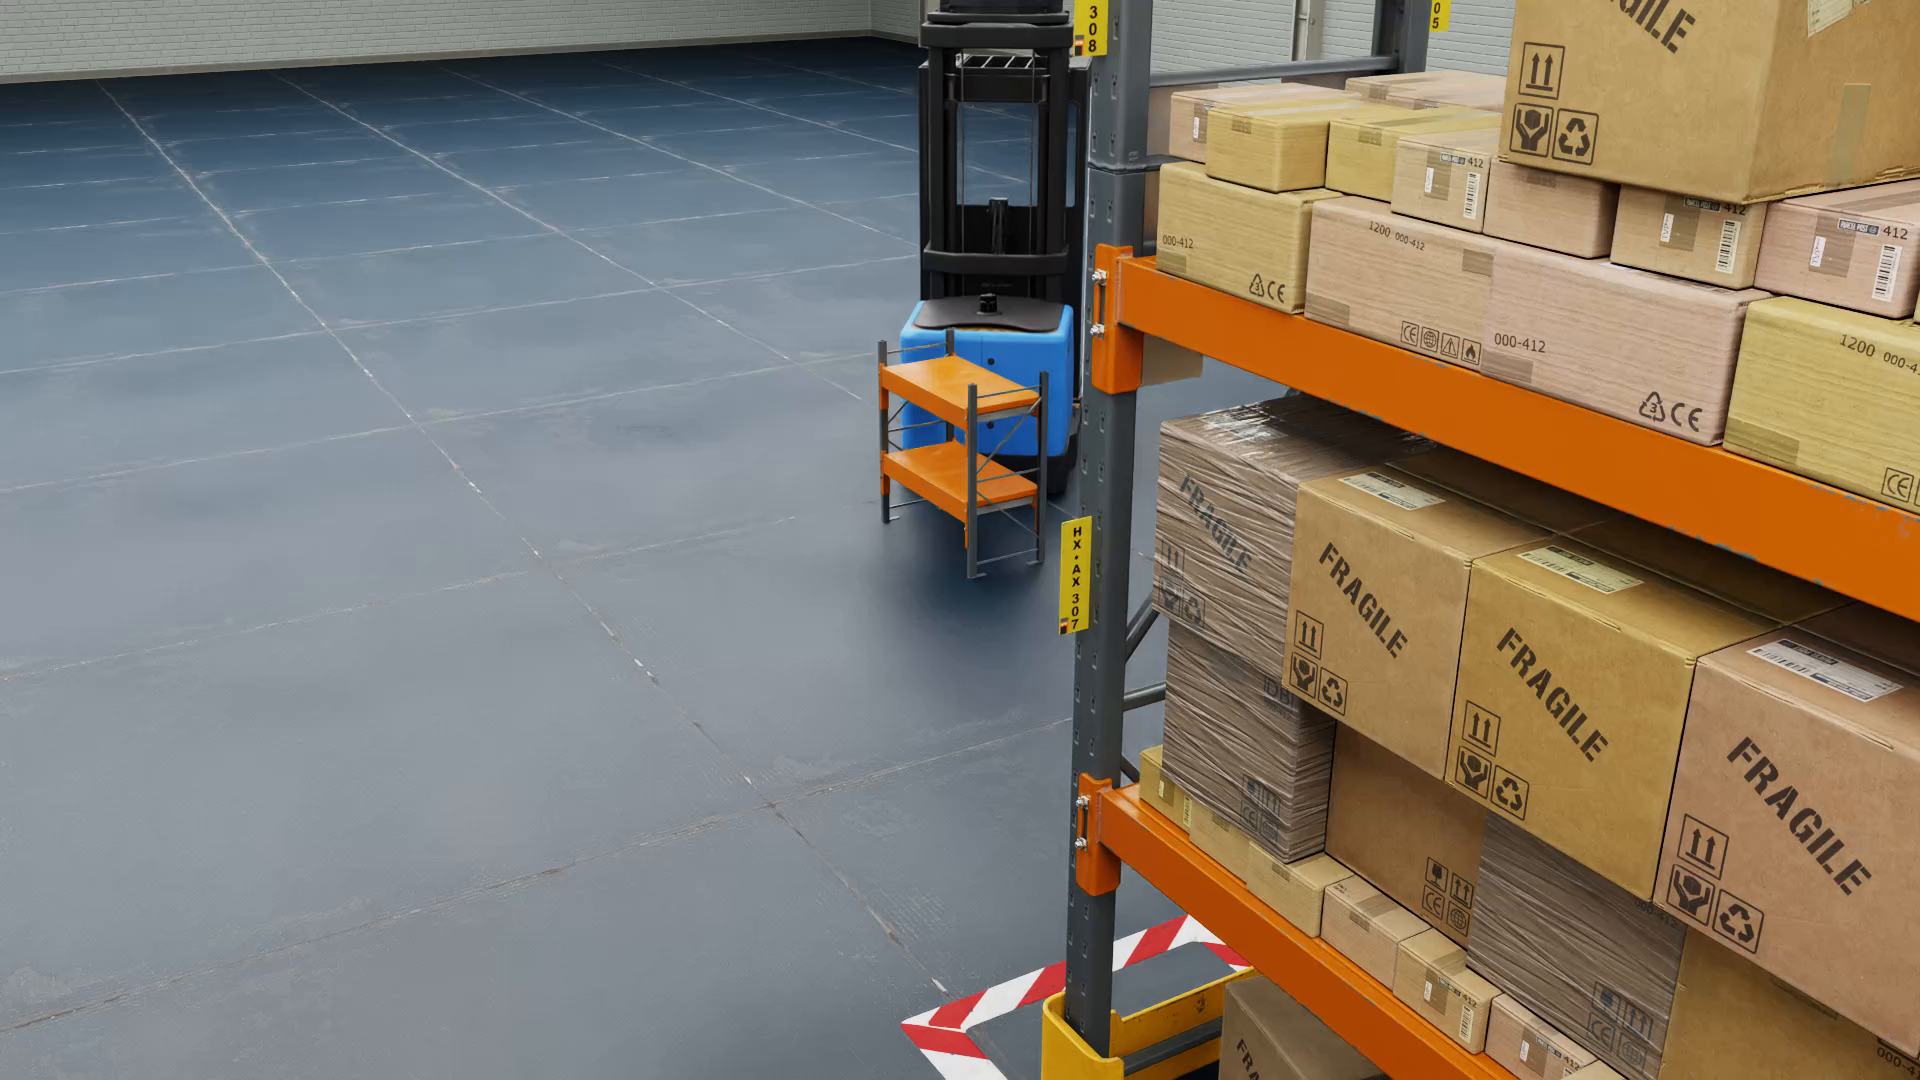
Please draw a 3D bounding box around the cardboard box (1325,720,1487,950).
[{"bbox_3d":[1.393,0.531,3.994,0.875,0.500,0.500,-13,25,-28],"label":"cardboard box"}]

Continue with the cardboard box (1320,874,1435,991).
[{"bbox_3d":[1.089,0.893,3.965,0.380,0.149,0.250,-13,25,-28],"label":"cardboard box"}]

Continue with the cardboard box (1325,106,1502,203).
[{"bbox_3d":[1.003,-0.818,3.526,0.380,0.149,0.250,-13,26,-29],"label":"cardboard box"}]

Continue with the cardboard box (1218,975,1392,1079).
[{"bbox_3d":[1.082,1.562,4.747,0.500,0.500,0.500,-8,23,-18],"label":"cardboard box"}]

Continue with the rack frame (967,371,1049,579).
[{"bbox_3d":[0.263,-0.354,9.189,0.500,1.125,0.032,-13,25,-28],"label":"rack frame"}]

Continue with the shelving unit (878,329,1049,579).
[{"bbox_3d":[0.003,-0.519,9.594,0.538,1.125,1.048,-13,25,-28],"label":"shelving unit"}]

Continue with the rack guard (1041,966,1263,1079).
[{"bbox_3d":[0.816,1.576,5.271,1.175,0.500,0.348,-13,25,-28],"label":"rack guard"}]

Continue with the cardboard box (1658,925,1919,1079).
[{"bbox_3d":[1.857,0.865,3.171,0.875,0.500,0.500,-13,25,-28],"label":"cardboard box"}]

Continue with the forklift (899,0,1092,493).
[{"bbox_3d":[0.305,-2.165,11.244,1.130,2.935,3.031,3,22,6],"label":"forklift"}]

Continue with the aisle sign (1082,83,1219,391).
[{"bbox_3d":[0.488,-0.774,4.279,0.394,0.787,0.004,-13,25,-28],"label":"aisle sign"}]

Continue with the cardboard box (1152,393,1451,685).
[{"bbox_3d":[0.824,-0.024,4.031,0.500,0.500,0.500,-13,25,-28],"label":"cardboard box"}]

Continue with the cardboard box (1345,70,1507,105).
[{"bbox_3d":[1.187,-1.082,4.176,0.380,0.149,0.250,-13,25,-28],"label":"cardboard box"}]

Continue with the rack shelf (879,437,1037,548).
[{"bbox_3d":[0.003,-0.292,9.686,0.538,0.278,1.000,-13,25,-28],"label":"rack shelf"}]

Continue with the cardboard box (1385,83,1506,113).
[{"bbox_3d":[1.219,-0.975,3.913,0.380,0.149,0.250,-14,26,-30],"label":"cardboard box"}]

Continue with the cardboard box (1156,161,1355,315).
[{"bbox_3d":[0.801,-0.721,3.818,0.500,0.250,0.500,-12,25,-27],"label":"cardboard box"}]

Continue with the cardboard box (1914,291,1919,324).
[{"bbox_3d":[1.666,-0.396,2.489,0.380,0.149,0.250,-14,26,-30],"label":"cardboard box"}]

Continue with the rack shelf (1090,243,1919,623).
[{"bbox_3d":[1.799,-0.016,2.839,1.077,0.370,4.000,-13,25,-28],"label":"rack shelf"}]

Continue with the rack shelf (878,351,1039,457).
[{"bbox_3d":[0.003,-0.790,9.484,0.538,0.278,1.000,-13,25,-28],"label":"rack shelf"}]

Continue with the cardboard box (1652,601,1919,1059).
[{"bbox_3d":[1.590,0.462,2.836,0.500,0.500,0.500,-13,25,-28],"label":"cardboard box"}]

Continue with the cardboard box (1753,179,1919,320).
[{"bbox_3d":[1.522,-0.479,2.692,0.380,0.149,0.250,-13,25,-29],"label":"cardboard box"}]

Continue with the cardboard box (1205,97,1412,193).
[{"bbox_3d":[0.768,-0.876,3.668,0.380,0.149,0.250,-12,25,-27],"label":"cardboard box"}]

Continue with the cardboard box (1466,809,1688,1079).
[{"bbox_3d":[1.611,0.701,3.575,0.875,0.500,0.500,-13,25,-28],"label":"cardboard box"}]

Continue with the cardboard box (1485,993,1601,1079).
[{"bbox_3d":[1.362,1.051,3.576,0.380,0.149,0.250,-13,25,-28],"label":"cardboard box"}]

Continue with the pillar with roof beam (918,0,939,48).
[{"bbox_3d":[-4.372,-14.067,32.470,9.100,9.000,0.400,-13,25,-28],"label":"pillar with roof beam"}]

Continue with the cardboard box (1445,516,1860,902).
[{"bbox_3d":[1.330,0.301,3.232,0.500,0.500,0.500,-13,25,-28],"label":"cardboard box"}]

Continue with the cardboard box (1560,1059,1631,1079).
[{"bbox_3d":[1.401,1.152,3.328,0.380,0.149,0.250,-13,25,-28],"label":"cardboard box"}]

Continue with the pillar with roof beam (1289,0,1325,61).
[{"bbox_3d":[1.758,-10.183,22.913,9.100,9.000,0.400,-13,25,-28],"label":"pillar with roof beam"}]

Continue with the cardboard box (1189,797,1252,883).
[{"bbox_3d":[0.829,0.732,4.360,0.380,0.149,0.250,-13,25,-28],"label":"cardboard box"}]

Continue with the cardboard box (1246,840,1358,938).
[{"bbox_3d":[0.944,0.816,4.154,0.380,0.149,0.250,-13,25,-28],"label":"cardboard box"}]

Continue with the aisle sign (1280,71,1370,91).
[{"bbox_3d":[1.003,-0.889,4.563,0.394,0.787,0.004,-13,25,-28],"label":"aisle sign"}]

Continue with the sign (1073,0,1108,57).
[{"bbox_3d":[0.311,-1.297,3.875,0.100,0.325,0.005,-13,25,-28],"label":"sign"}]

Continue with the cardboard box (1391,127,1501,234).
[{"bbox_3d":[1.081,-0.716,3.275,0.380,0.149,0.250,-12,25,-26],"label":"cardboard box"}]

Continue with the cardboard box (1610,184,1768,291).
[{"bbox_3d":[1.354,-0.551,2.869,0.380,0.149,0.250,-14,26,-31],"label":"cardboard box"}]

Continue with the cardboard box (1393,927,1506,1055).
[{"bbox_3d":[1.211,0.975,3.762,0.380,0.149,0.250,-13,25,-28],"label":"cardboard box"}]

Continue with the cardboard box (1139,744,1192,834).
[{"bbox_3d":[0.718,0.648,4.568,0.380,0.149,0.250,-13,25,-28],"label":"cardboard box"}]

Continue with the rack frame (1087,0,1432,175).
[{"bbox_3d":[0.777,-2.386,3.731,1.000,3.000,0.127,-13,25,-28],"label":"rack frame"}]

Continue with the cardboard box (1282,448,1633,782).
[{"bbox_3d":[1.073,0.139,3.629,0.500,0.500,0.500,-13,25,-28],"label":"cardboard box"}]

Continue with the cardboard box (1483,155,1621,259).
[{"bbox_3d":[1.202,-0.636,3.079,0.380,0.149,0.250,-13,25,-28],"label":"cardboard box"}]

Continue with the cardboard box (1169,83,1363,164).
[{"bbox_3d":[0.719,-0.978,3.921,0.380,0.149,0.250,-13,25,-29],"label":"cardboard box"}]

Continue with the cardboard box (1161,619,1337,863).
[{"bbox_3d":[1.035,0.392,4.335,0.875,0.500,0.500,-13,25,-28],"label":"cardboard box"}]

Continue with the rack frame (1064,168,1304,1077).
[{"bbox_3d":[0.777,0.393,4.861,1.000,3.000,0.127,-13,25,-28],"label":"rack frame"}]

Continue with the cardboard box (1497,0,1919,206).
[{"bbox_3d":[1.303,-0.880,2.817,0.500,0.500,0.500,-13,25,-28],"label":"cardboard box"}]

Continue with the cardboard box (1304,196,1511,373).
[{"bbox_3d":[1.070,-0.556,3.411,0.500,0.250,0.500,-13,26,-29],"label":"cardboard box"}]

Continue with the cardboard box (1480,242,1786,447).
[{"bbox_3d":[1.319,-0.395,3.014,0.500,0.250,0.500,-13,25,-28],"label":"cardboard box"}]

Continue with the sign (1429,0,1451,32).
[{"bbox_3d":[1.265,-1.507,4.376,0.100,0.325,0.005,-13,25,-28],"label":"sign"}]

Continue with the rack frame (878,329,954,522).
[{"bbox_3d":[-0.256,-0.683,9.999,0.500,1.125,0.032,-13,25,-28],"label":"rack frame"}]

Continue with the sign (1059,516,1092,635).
[{"bbox_3d":[0.311,0.096,4.441,0.100,0.325,0.005,-13,25,-28],"label":"sign"}]

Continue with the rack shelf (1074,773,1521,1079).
[{"bbox_3d":[1.799,1.374,3.404,1.077,0.370,4.000,-13,25,-28],"label":"rack shelf"}]

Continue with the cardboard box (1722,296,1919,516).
[{"bbox_3d":[1.590,-0.227,2.602,0.500,0.250,0.500,-12,25,-27],"label":"cardboard box"}]
